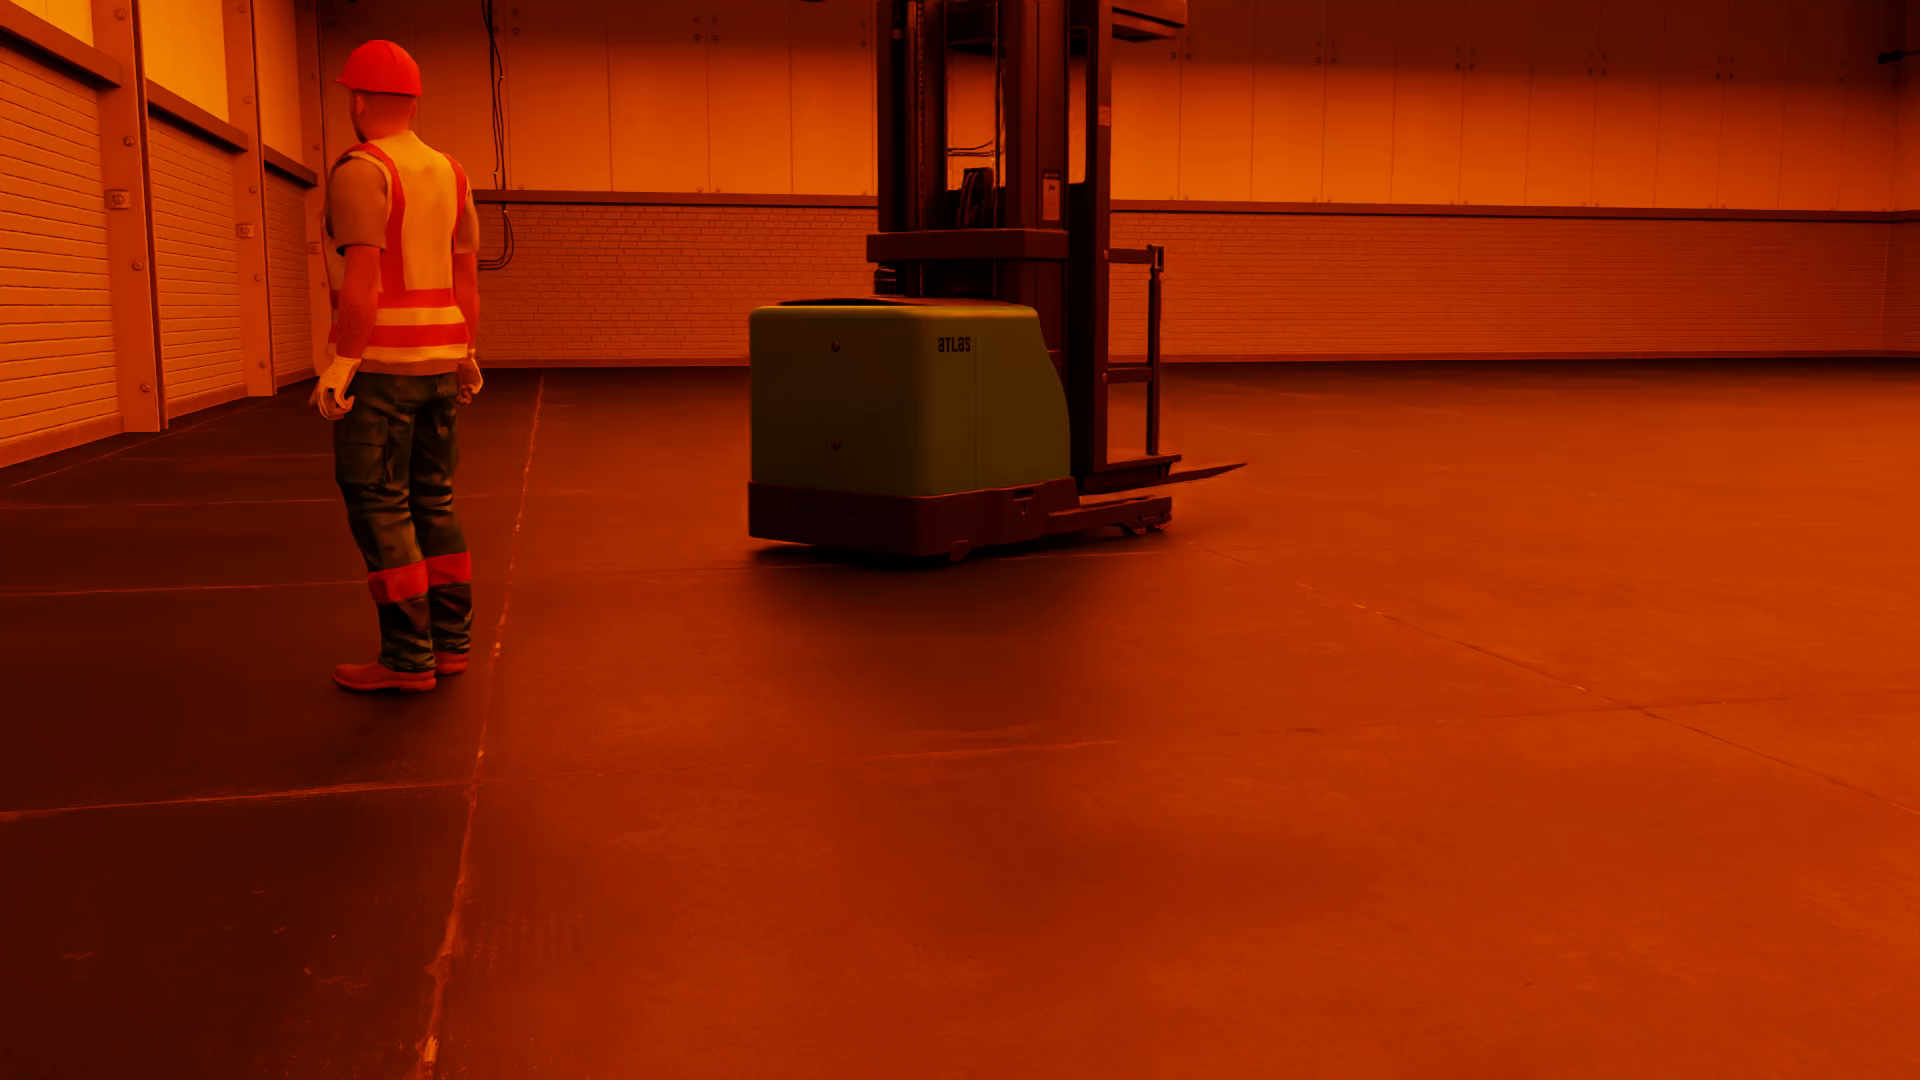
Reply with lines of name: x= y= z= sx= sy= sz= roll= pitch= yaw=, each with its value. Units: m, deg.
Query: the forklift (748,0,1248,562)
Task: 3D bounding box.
forklift: x=0.378 y=-1.518 z=7.979 sx=1.130 sy=2.935 sz=3.031 roll=6 pitch=10 yaw=38

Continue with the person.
person: x=-1.606 y=-0.479 z=4.688 sx=0.383 sy=1.794 sz=0.626 roll=3 pitch=8 yaw=19
